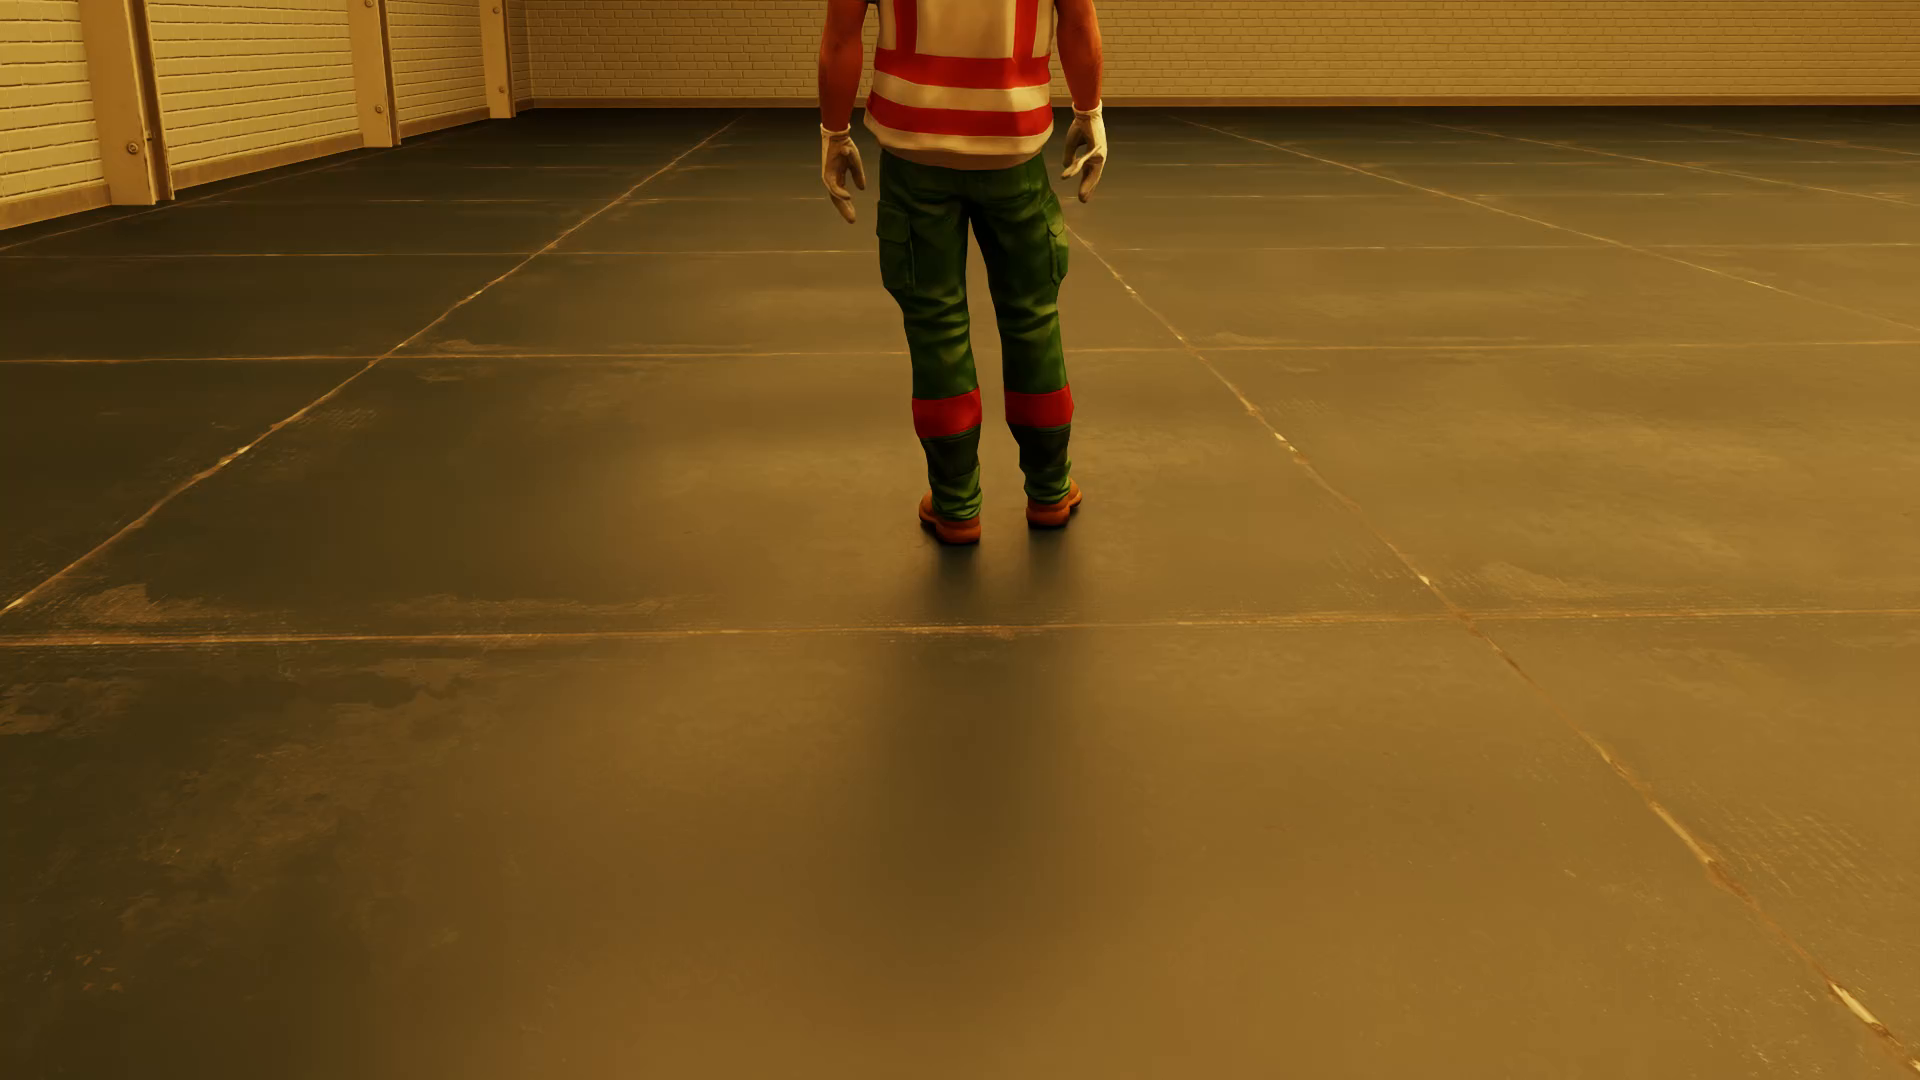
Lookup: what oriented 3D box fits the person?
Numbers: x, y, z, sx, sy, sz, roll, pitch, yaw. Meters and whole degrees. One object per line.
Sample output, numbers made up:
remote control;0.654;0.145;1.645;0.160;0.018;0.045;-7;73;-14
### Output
person;0.008;-0.886;3.732;0.637;1.790;0.562;-1;17;-3
